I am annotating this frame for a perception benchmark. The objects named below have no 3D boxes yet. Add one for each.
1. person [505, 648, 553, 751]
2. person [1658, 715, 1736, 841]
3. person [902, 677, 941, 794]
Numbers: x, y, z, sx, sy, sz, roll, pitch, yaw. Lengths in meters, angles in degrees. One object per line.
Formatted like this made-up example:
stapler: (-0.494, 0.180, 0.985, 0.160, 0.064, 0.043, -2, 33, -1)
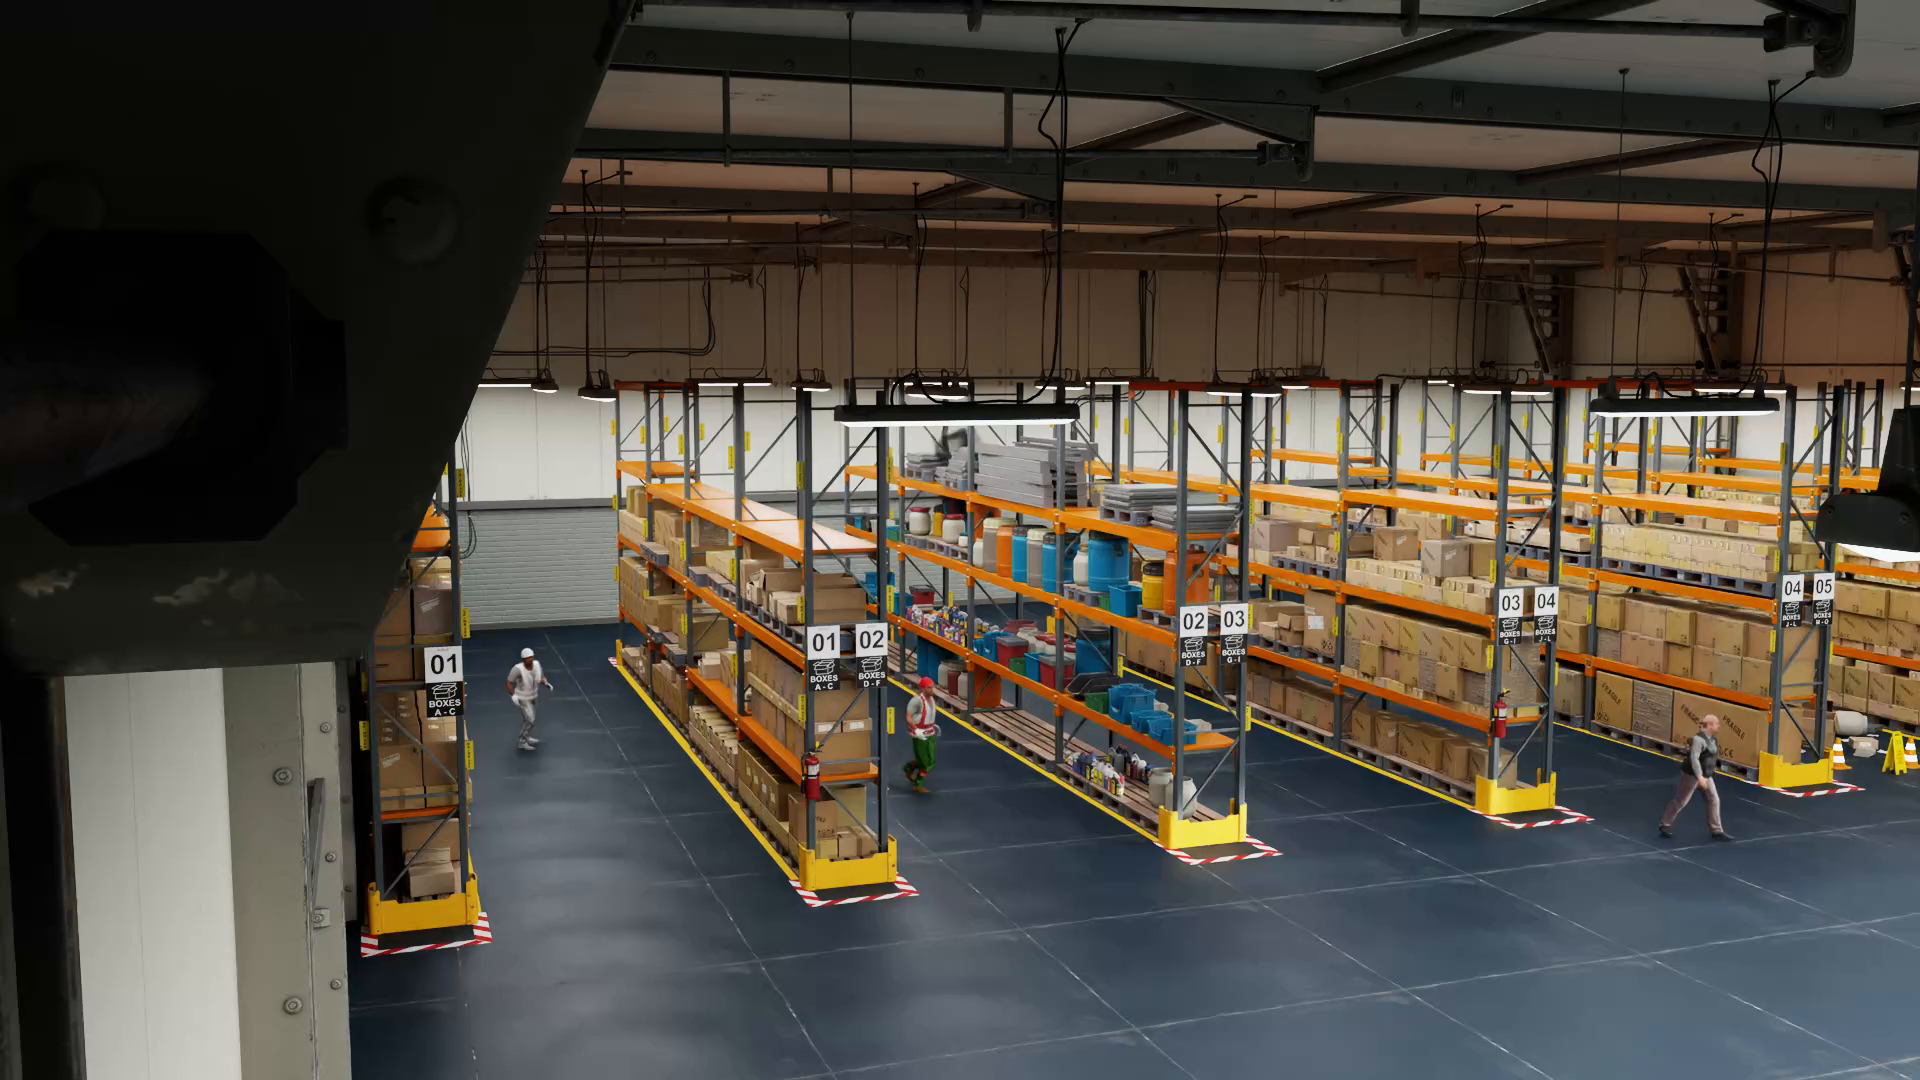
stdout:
person: (-7.081, 2.602, 27.410, 0.796, 1.716, 0.702, 3, 7, 24)
person: (9.869, 3.153, 22.198, 0.680, 1.678, 0.881, -6, 8, -43)
person: (-0.620, 2.873, 24.669, 0.626, 1.733, 0.649, 6, 8, 43)
